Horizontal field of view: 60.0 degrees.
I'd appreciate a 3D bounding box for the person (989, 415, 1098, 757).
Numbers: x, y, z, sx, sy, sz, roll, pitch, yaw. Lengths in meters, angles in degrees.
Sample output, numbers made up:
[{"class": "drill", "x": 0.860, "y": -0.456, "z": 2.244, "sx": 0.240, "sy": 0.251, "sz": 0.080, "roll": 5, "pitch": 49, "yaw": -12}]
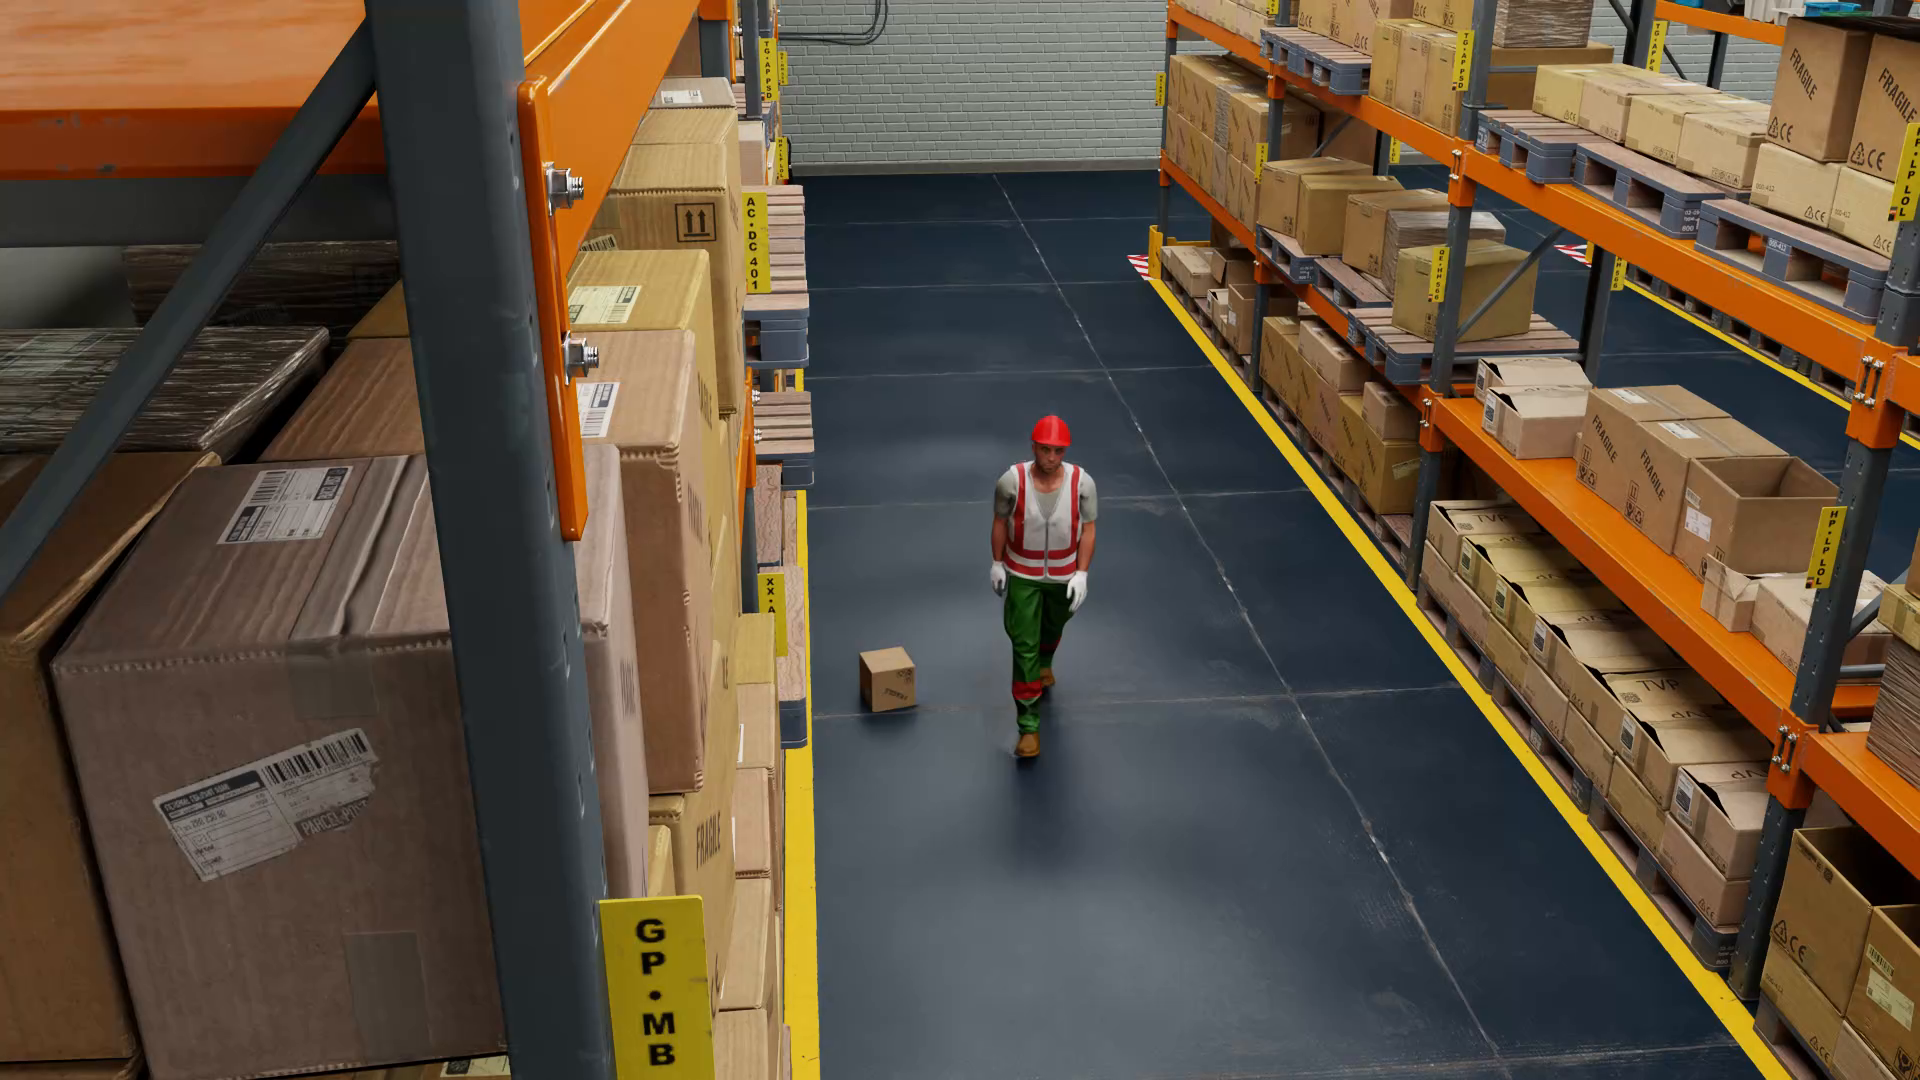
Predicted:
[{"class": "person", "x": 0.439, "y": 0.169, "z": 8.679, "sx": 0.543, "sy": 1.749, "sz": 1.043, "roll": -2, "pitch": 24, "yaw": -5}]
